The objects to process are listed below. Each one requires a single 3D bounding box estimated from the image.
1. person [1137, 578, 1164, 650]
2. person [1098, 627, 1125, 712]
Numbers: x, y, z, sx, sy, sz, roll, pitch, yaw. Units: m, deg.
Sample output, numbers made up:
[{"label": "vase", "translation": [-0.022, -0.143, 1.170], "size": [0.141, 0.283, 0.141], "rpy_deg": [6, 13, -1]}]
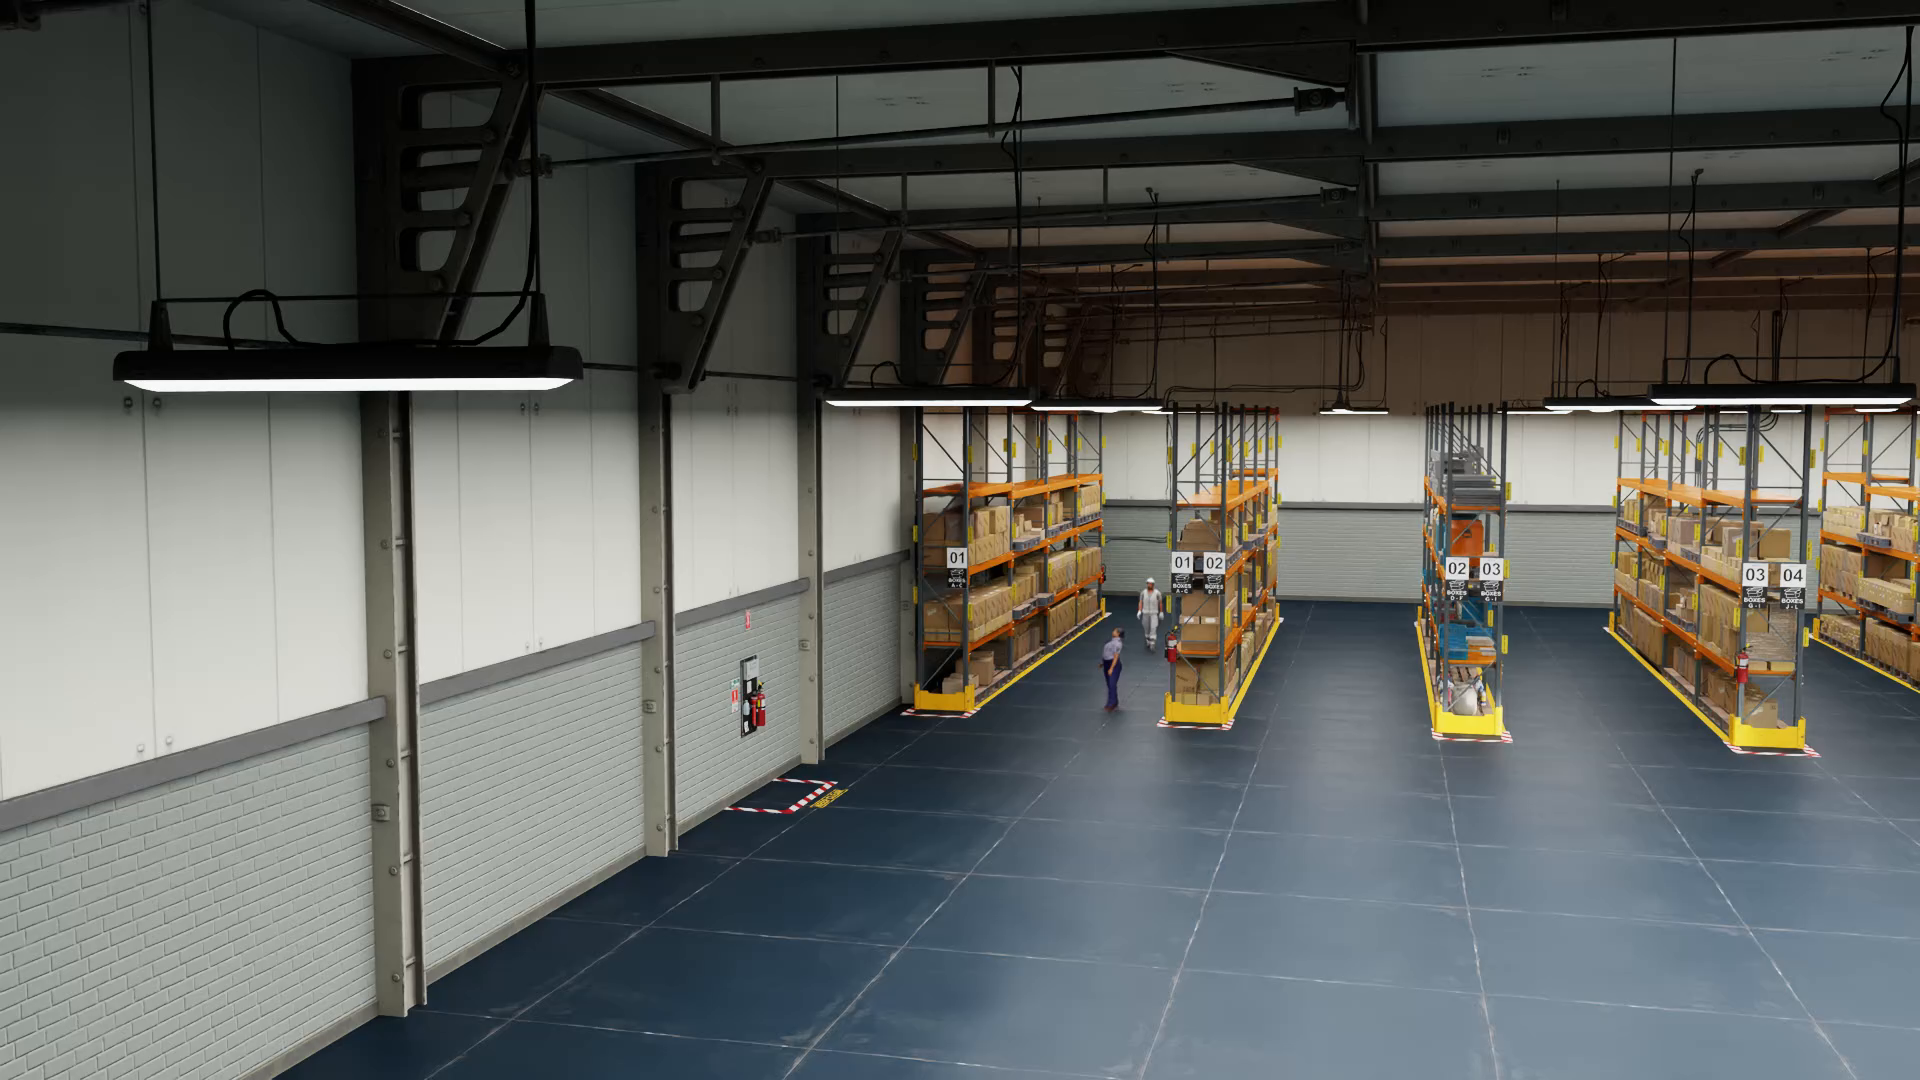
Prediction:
[{"label": "person", "translation": [4.685, 1.806, 40.916], "size": [0.624, 1.718, 1.061], "rpy_deg": [1, 4, 13]}, {"label": "person", "translation": [2.932, 2.560, 32.558], "size": [0.532, 1.583, 0.525], "rpy_deg": [-2, 5, -26]}]
